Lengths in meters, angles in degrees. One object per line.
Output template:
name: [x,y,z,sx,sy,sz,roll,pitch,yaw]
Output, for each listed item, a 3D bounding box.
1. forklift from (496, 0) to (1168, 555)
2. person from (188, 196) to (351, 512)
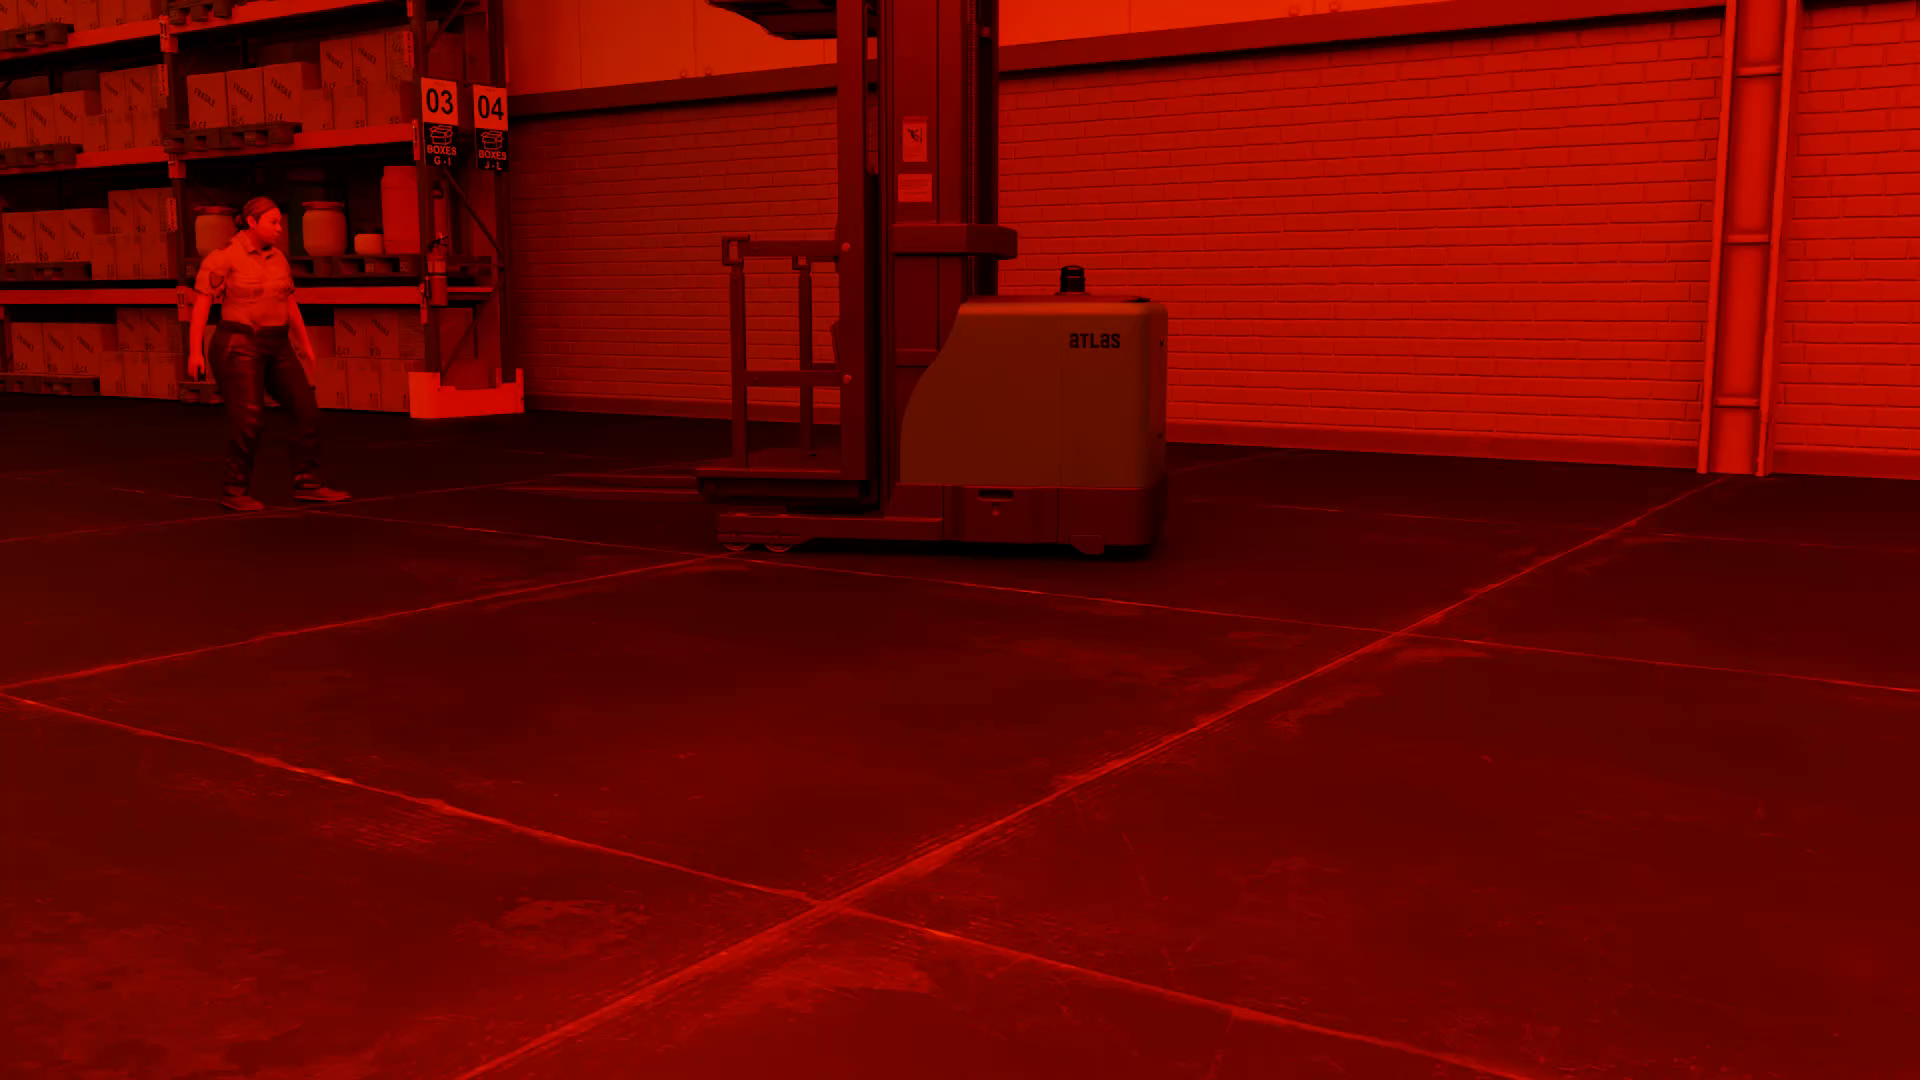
forklift: [-0.596,-1.469,7.520,3.031,2.935,1.130,2,8,12]
person: [-3.666,-0.971,8.755,0.366,1.609,0.797,4,9,27]
